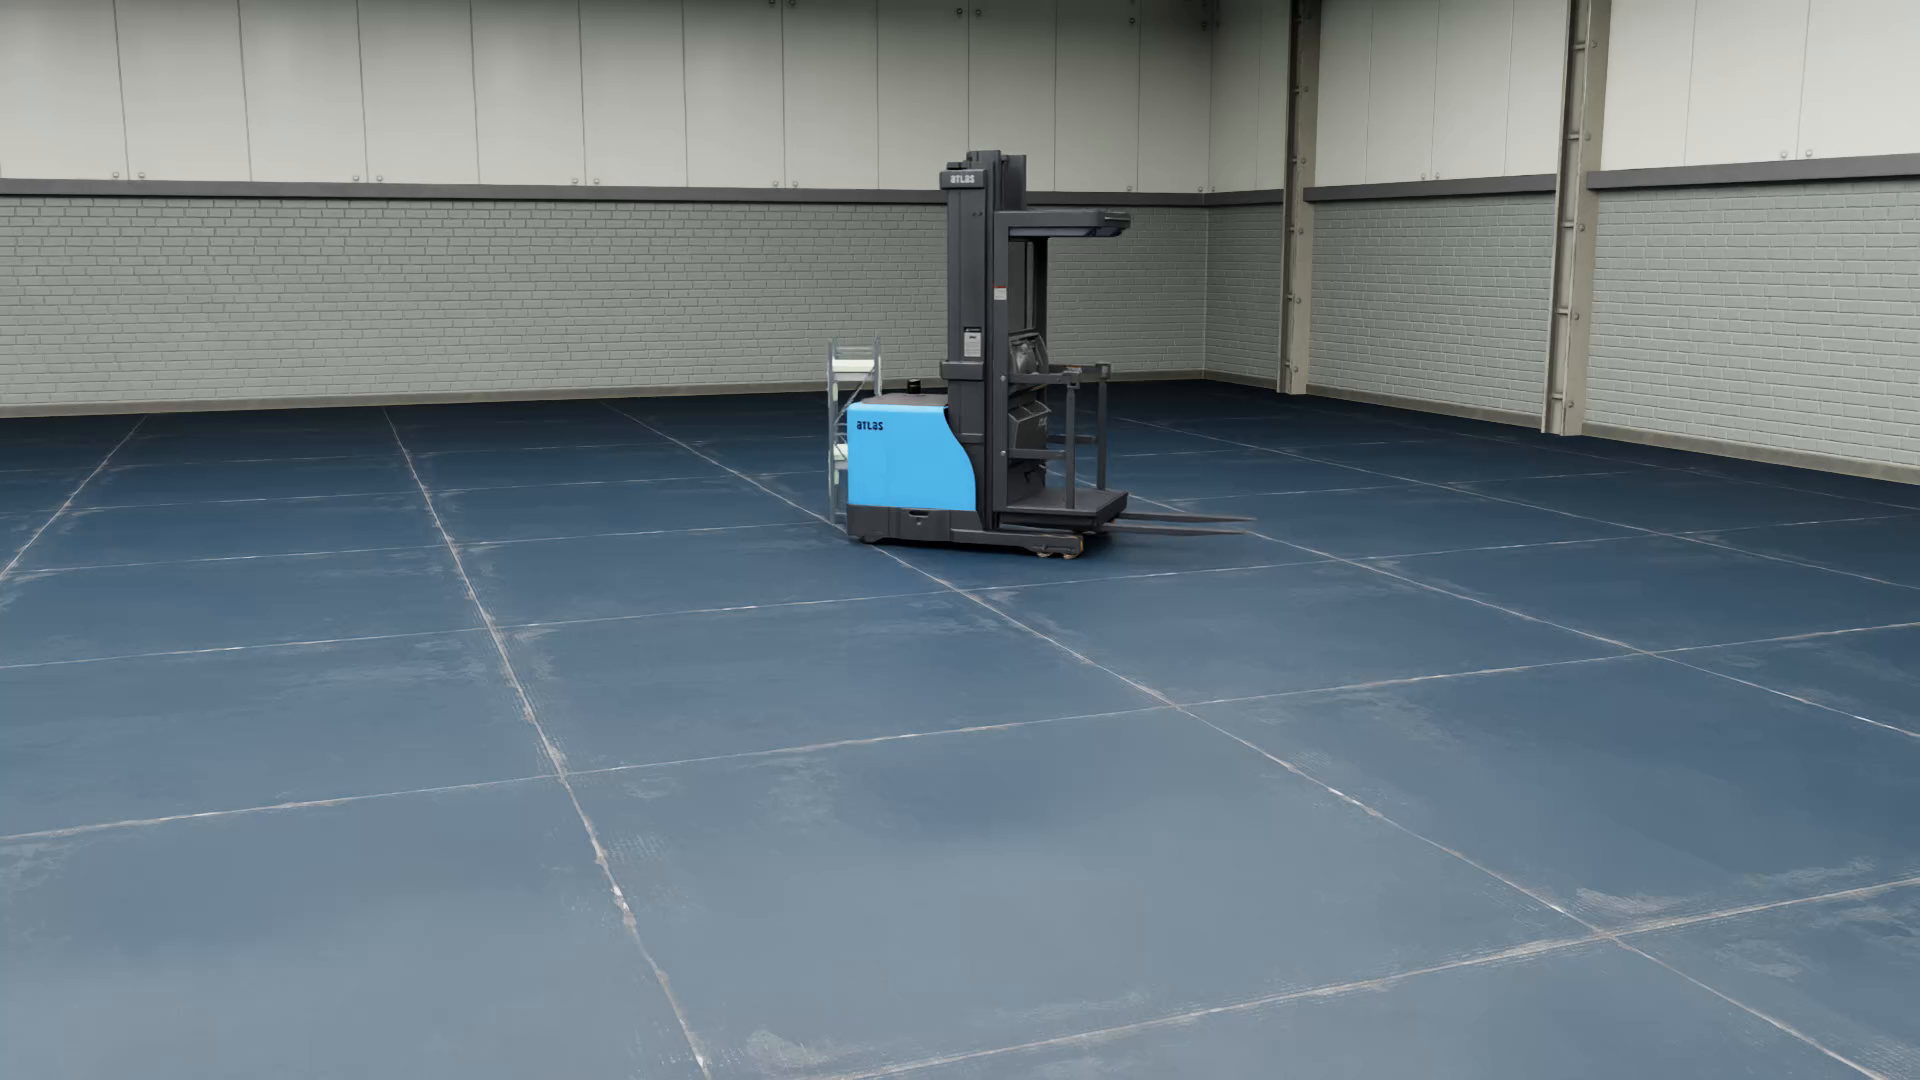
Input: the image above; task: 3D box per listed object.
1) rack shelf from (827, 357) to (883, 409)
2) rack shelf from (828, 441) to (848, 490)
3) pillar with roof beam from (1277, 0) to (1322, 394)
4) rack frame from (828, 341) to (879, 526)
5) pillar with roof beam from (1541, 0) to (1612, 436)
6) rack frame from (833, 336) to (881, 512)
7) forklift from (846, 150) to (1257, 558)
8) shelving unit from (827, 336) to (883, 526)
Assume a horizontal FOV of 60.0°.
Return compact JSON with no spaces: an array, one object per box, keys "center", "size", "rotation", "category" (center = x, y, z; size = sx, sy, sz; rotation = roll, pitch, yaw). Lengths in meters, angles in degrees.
[{"center":[-0.864,-1.305,13.743],"size":[0.431,0.370,0.720],"rotation":[0,10,-1],"category":"rack shelf"},{"center":[-0.864,-0.599,13.868],"size":[0.431,0.370,0.720],"rotation":[0,10,-1],"category":"rack shelf"},{"center":[1.114,-6.426,23.348],"size":[9.100,9.000,0.400],"rotation":[-4,11,-21],"category":"pillar with roof beam"},{"center":[-0.857,-0.856,13.451],"size":[0.400,1.500,0.023],"rotation":[0,10,-1],"category":"rack frame"},{"center":[3.288,-5.446,17.842],"size":[9.100,9.000,0.400],"rotation":[-4,11,-21],"category":"pillar with roof beam"},{"center":[-0.871,-0.984,14.172],"size":[0.400,1.500,0.023],"rotation":[0,10,-1],"category":"rack frame"},{"center":[0.703,-1.413,12.495],"size":[3.031,2.935,1.130],"rotation":[3,11,18],"category":"forklift"},{"center":[-0.864,-0.920,13.811],"size":[0.431,1.500,0.755],"rotation":[0,10,-1],"category":"shelving unit"}]
